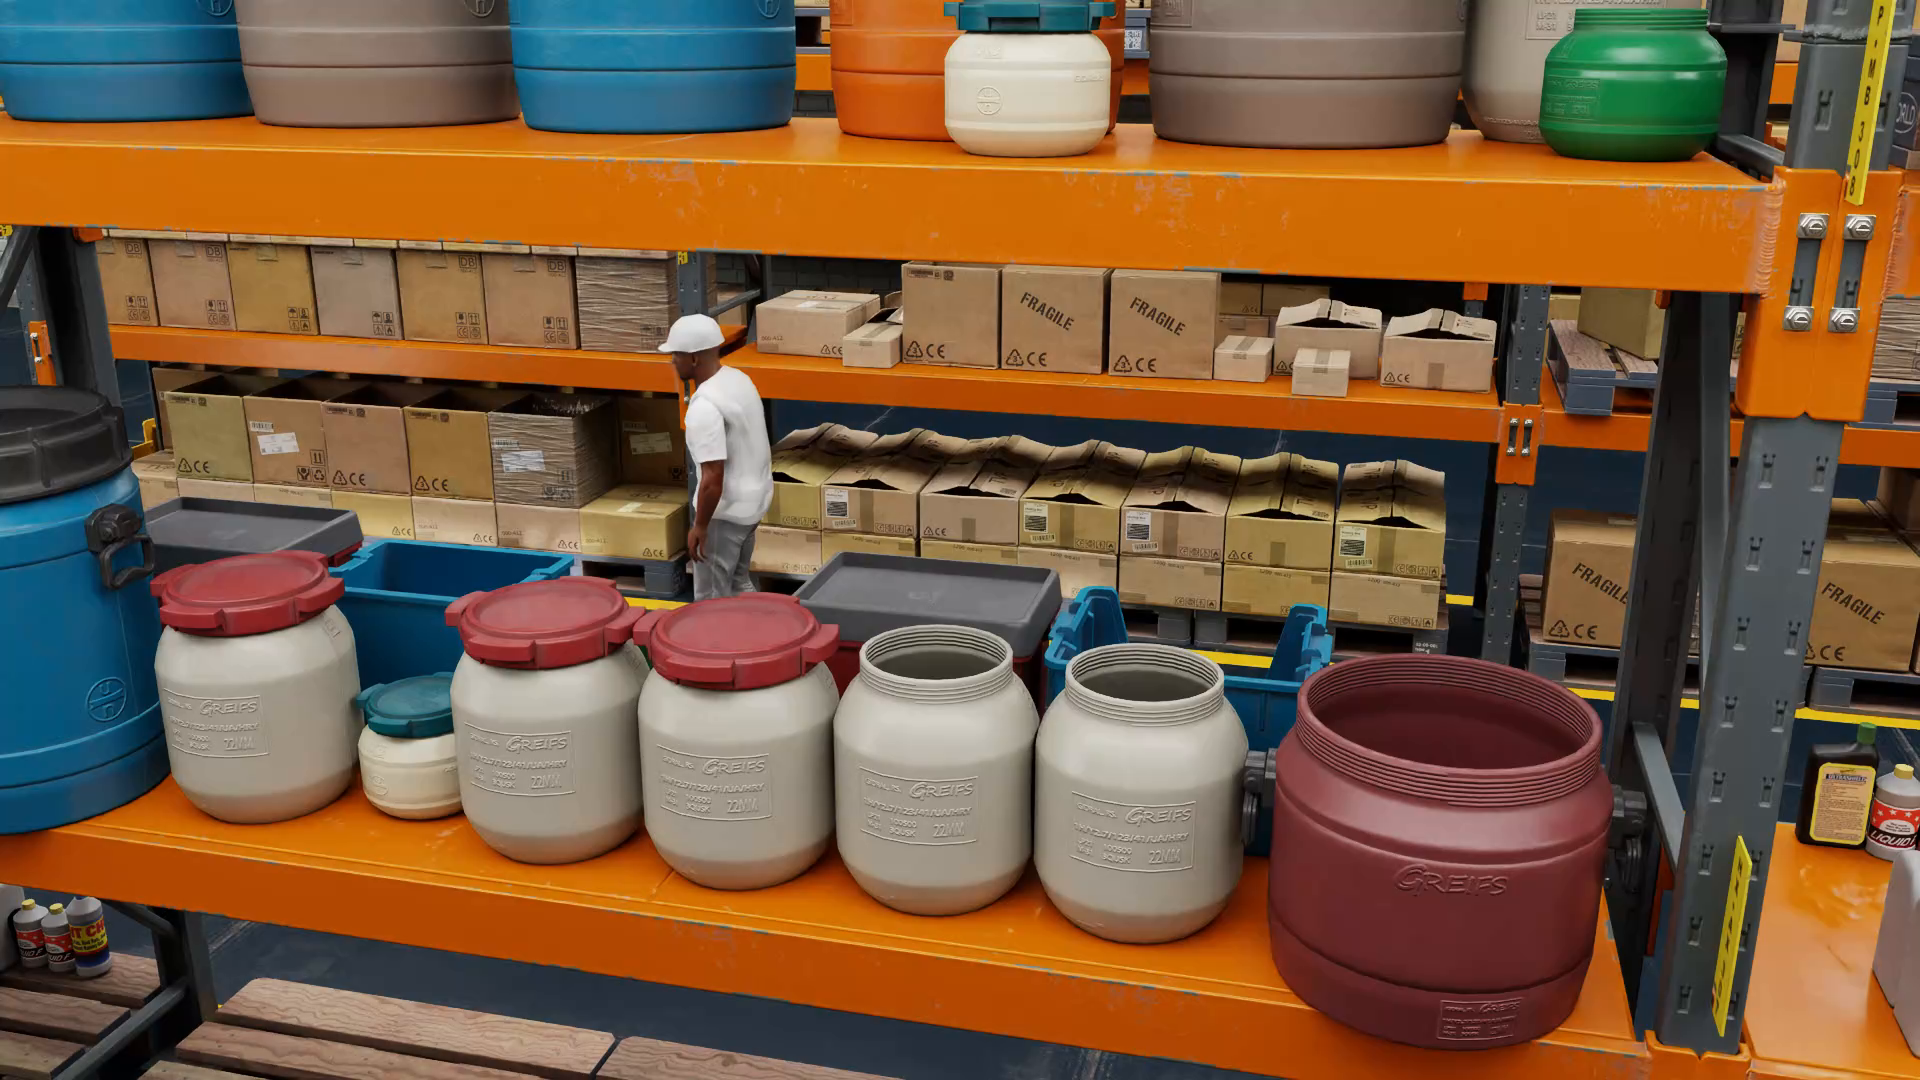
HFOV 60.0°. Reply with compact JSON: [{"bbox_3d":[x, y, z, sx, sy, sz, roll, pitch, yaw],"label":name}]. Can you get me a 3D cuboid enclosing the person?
[{"bbox_3d":[-1.079,-0.144,7.469,0.462,1.759,0.632,3,18,10],"label":"person"}]
